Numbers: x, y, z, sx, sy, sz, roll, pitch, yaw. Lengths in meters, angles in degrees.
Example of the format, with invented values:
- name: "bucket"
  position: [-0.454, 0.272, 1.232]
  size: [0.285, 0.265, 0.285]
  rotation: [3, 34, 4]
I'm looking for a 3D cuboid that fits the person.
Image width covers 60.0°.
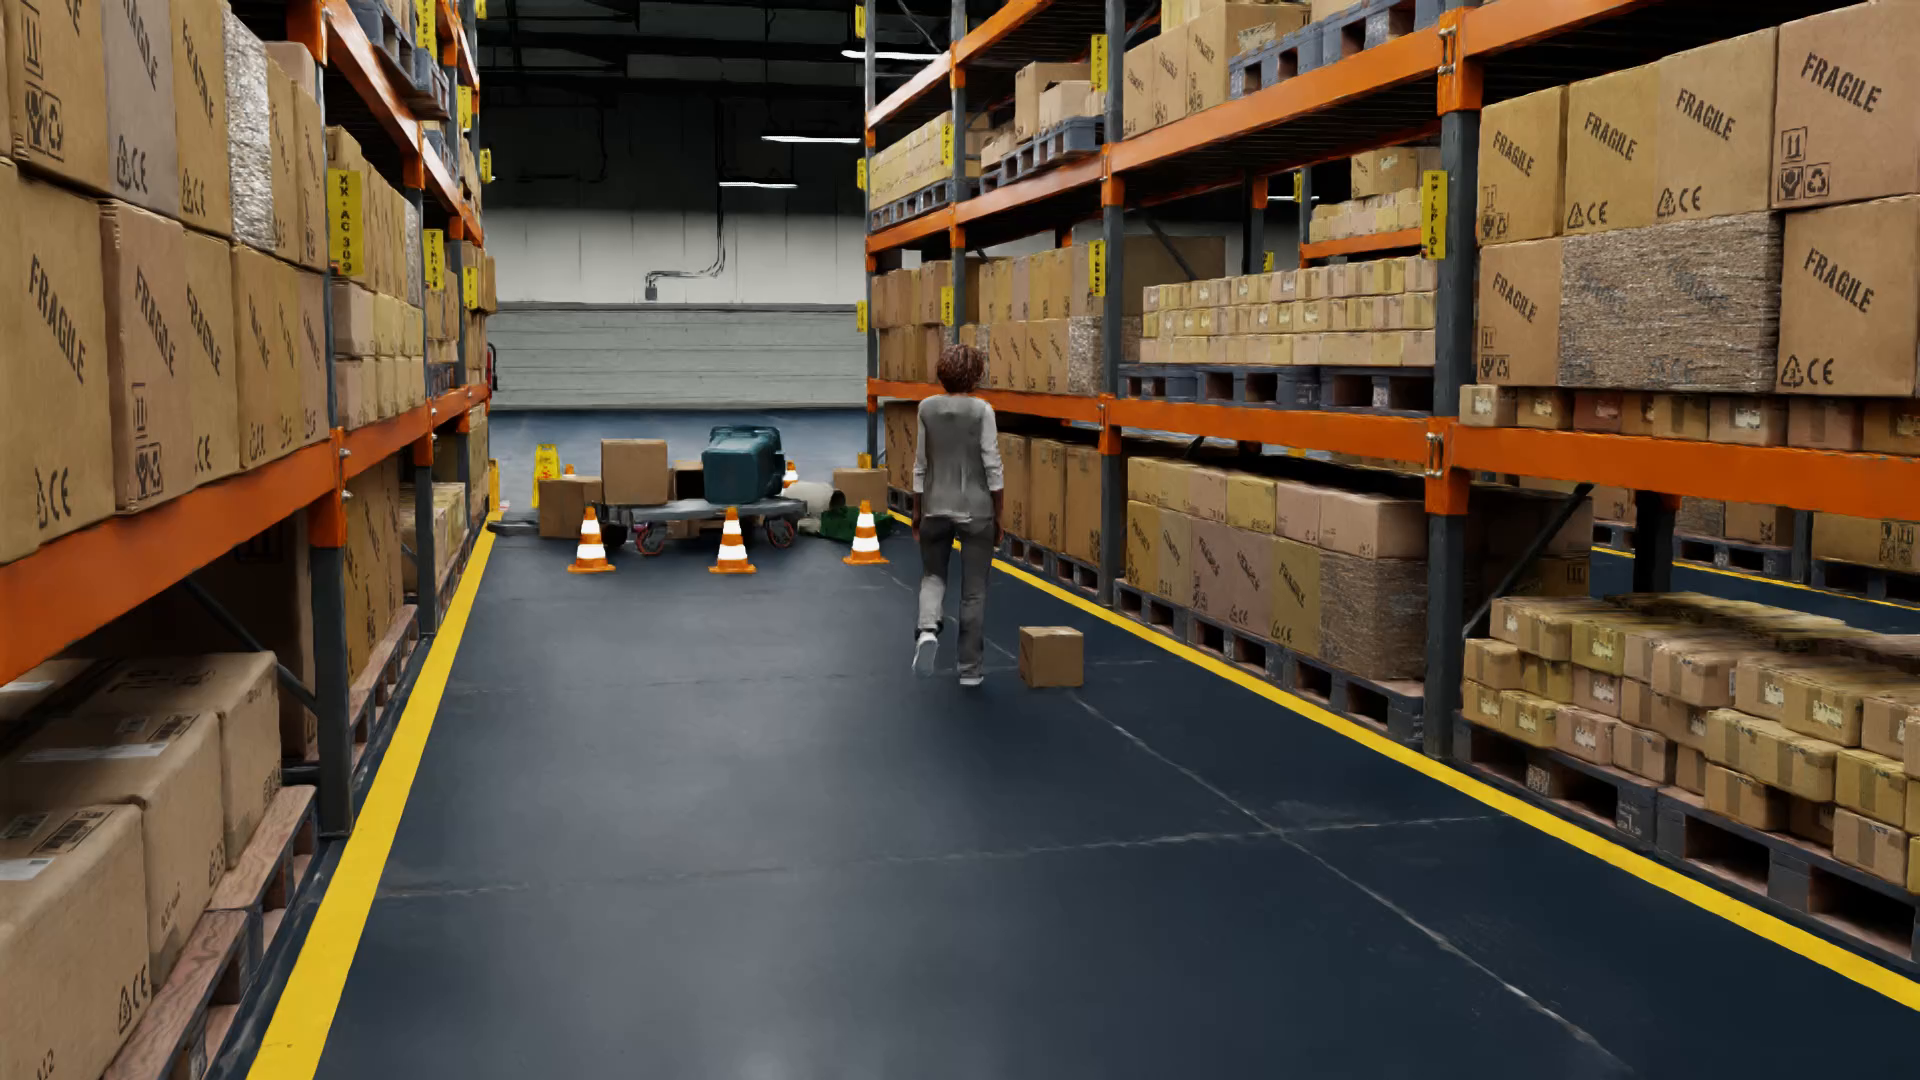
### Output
- name: "person"
  position: [-0.011, -0.098, 7.614]
  size: [0.463, 1.598, 0.579]
  rotation: [2, 7, 17]
